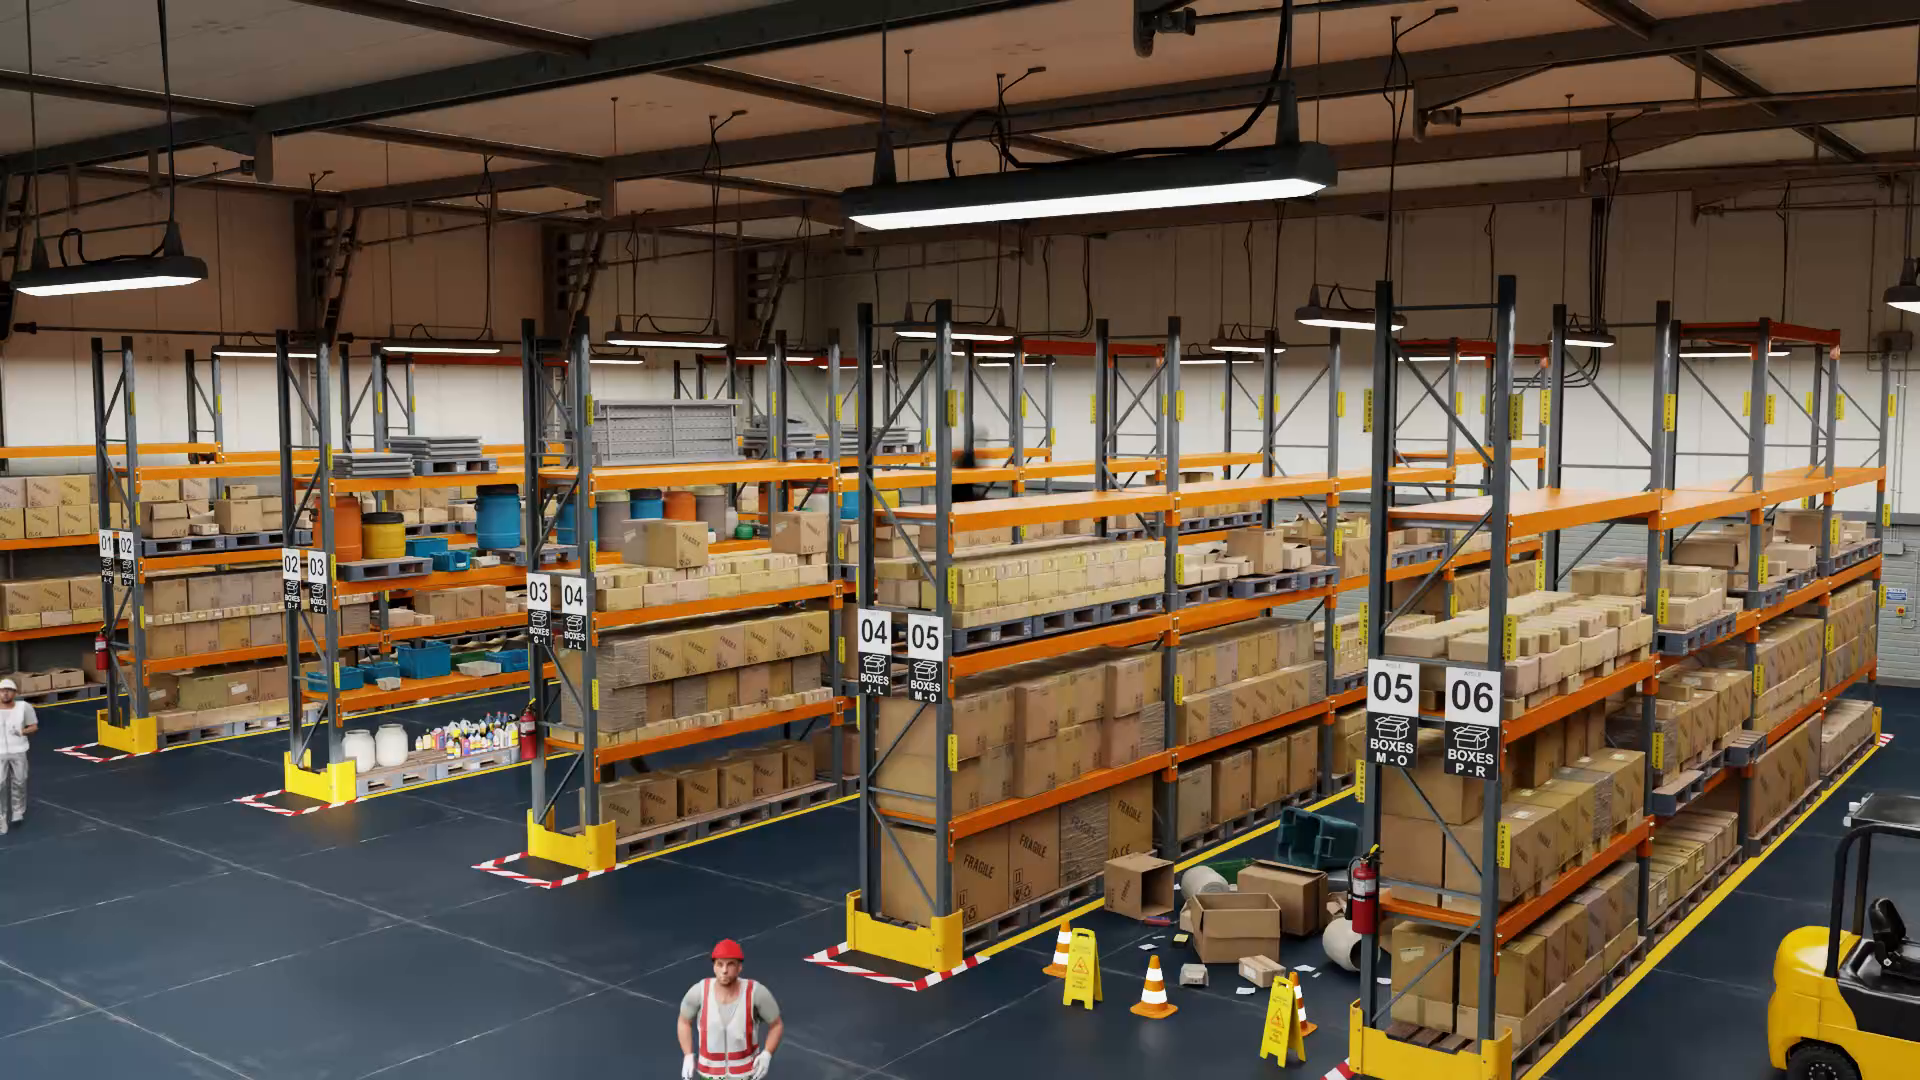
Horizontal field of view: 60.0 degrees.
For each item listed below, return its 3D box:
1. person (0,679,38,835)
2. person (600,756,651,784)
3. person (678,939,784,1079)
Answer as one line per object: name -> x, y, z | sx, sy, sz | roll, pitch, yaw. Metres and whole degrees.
person -> -11.306, 2.562, 19.747 | 0.659, 1.832, 0.758 | -3, 6, -29
person -> -4.200, 2.448, 20.886 | 0.666, 1.830, 0.899 | 3, 6, 33
person -> -1.453, 3.380, 10.532 | 0.673, 1.751, 0.590 | 0, 5, -5
